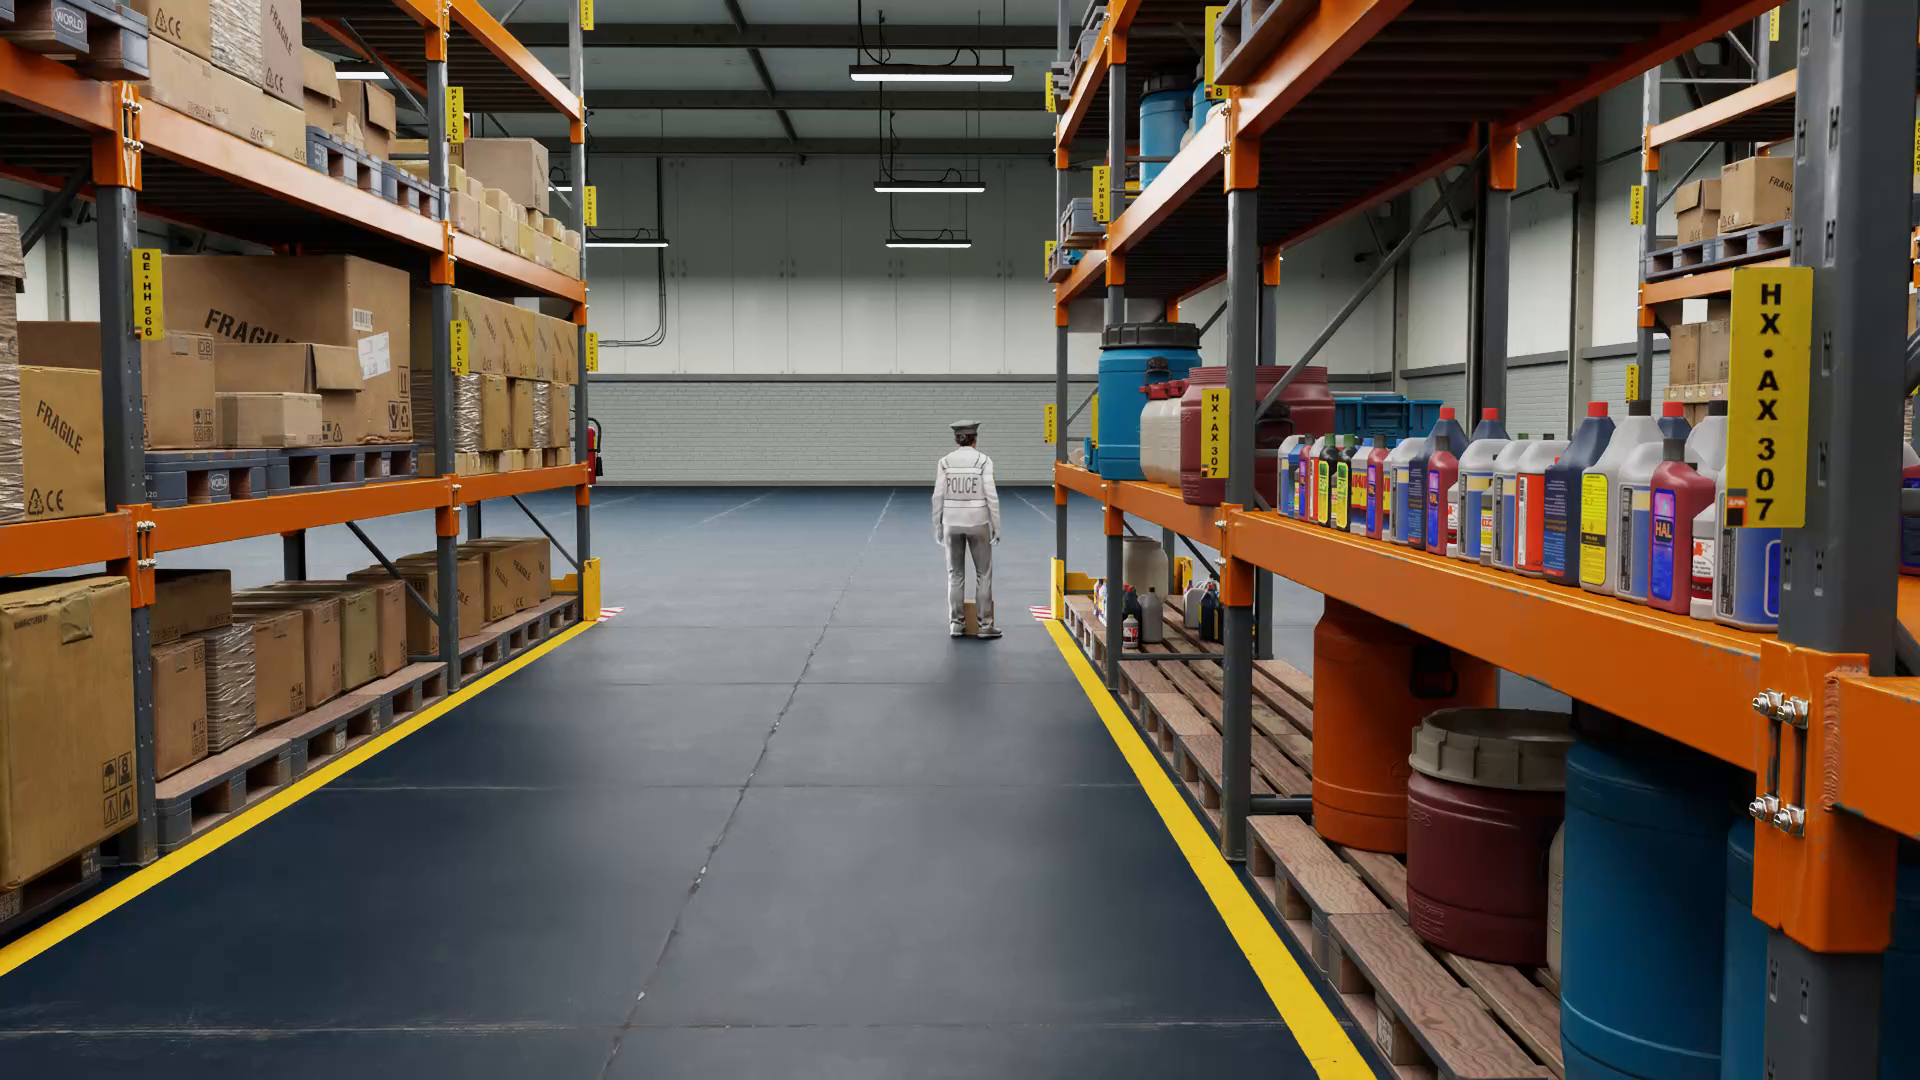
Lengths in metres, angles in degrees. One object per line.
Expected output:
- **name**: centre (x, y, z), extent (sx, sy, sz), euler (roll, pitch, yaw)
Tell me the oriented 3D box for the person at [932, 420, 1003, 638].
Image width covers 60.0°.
- **person**: centre (0.056, -0.086, 12.745), extent (0.532, 1.663, 0.414), euler (1, 4, 14)
